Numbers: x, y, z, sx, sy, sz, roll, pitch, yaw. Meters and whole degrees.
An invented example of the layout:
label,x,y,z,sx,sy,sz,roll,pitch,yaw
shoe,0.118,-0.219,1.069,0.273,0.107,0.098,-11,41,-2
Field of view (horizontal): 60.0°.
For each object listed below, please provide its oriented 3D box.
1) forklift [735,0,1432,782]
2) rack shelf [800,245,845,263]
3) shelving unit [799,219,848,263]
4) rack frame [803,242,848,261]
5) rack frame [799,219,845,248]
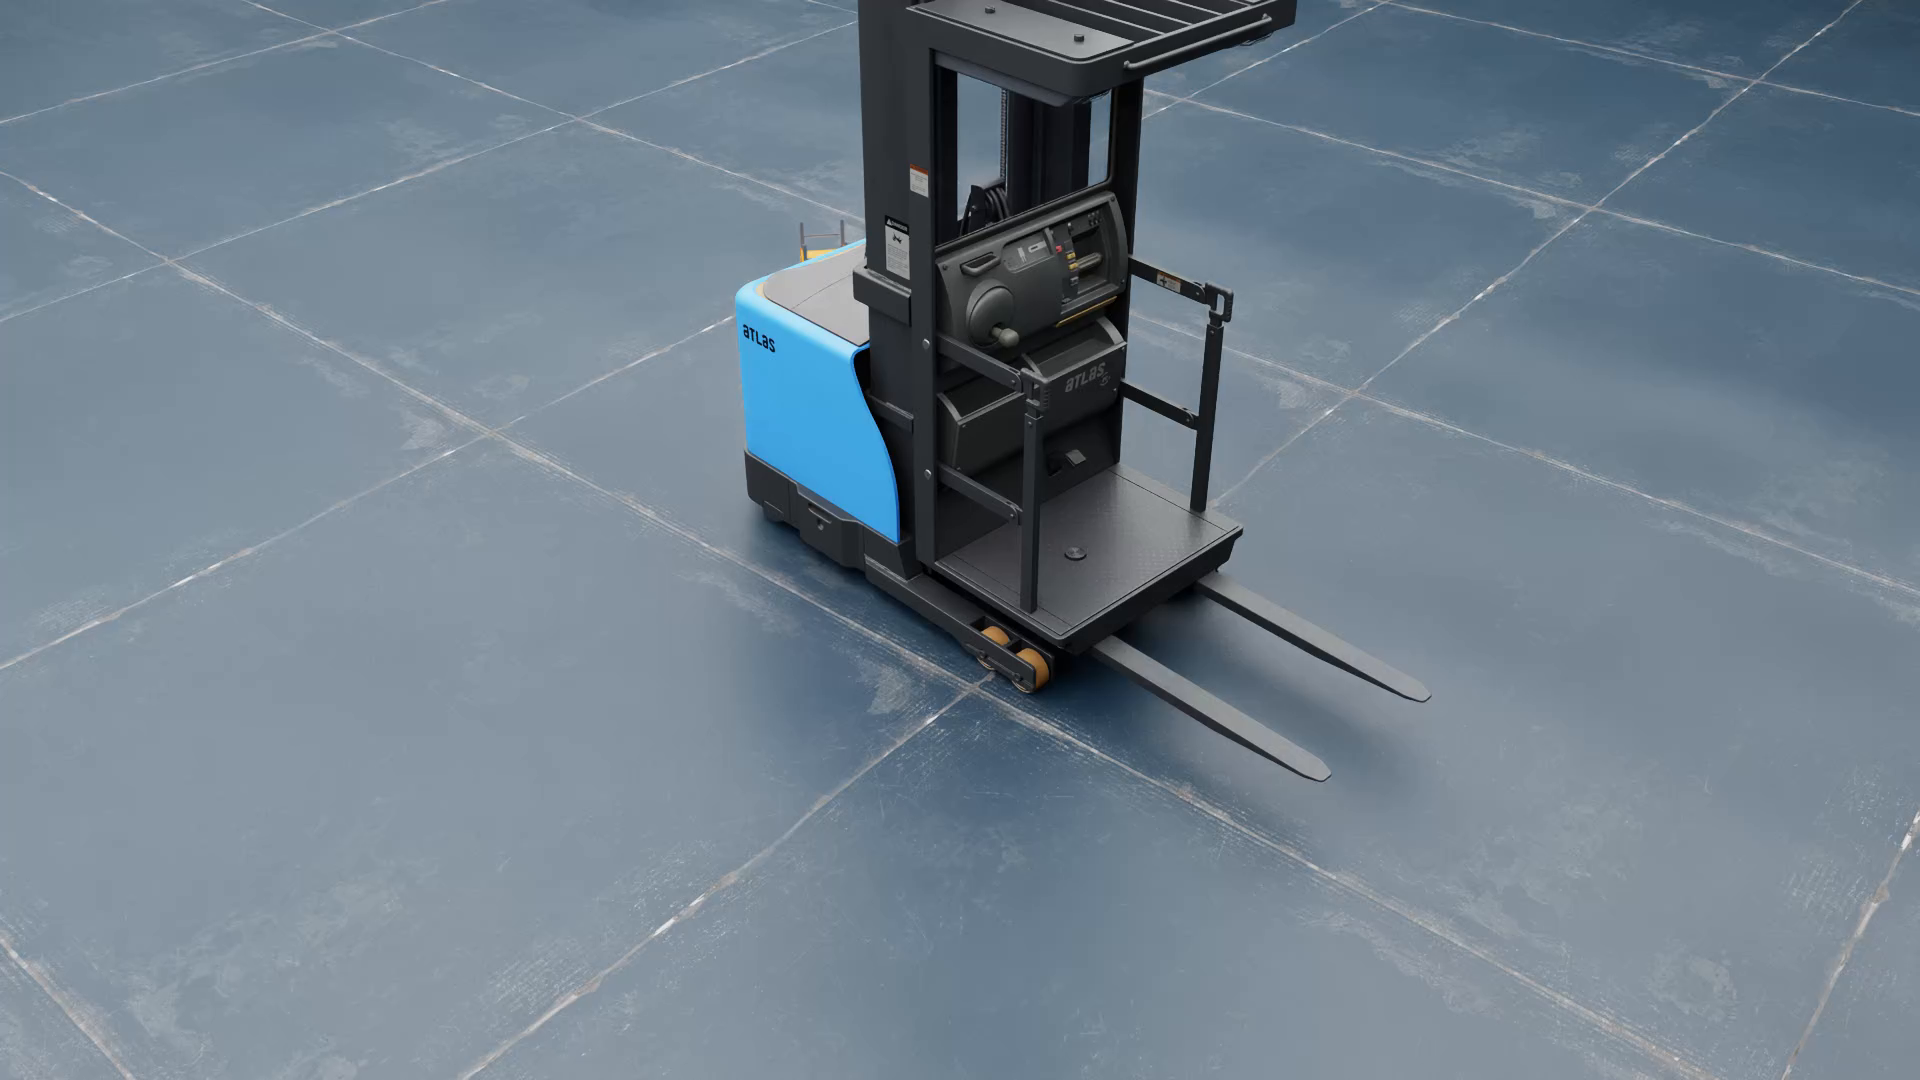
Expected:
label,x,y,z,sx,sy,sz,roll,pitch,yaw
forklift,0.430,-0.952,6.048,1.130,2.935,3.031,-28,43,-35
rack shelf,-0.607,-1.162,7.532,0.215,0.259,0.240,-5,35,-7
shelving unit,-0.607,-0.937,7.687,0.215,1.050,0.252,-5,35,-7
rack frame,-0.590,-0.869,7.588,0.200,1.050,0.008,-5,35,-7
rack frame,-0.624,-1.005,7.787,0.200,1.050,0.008,-5,35,-7
